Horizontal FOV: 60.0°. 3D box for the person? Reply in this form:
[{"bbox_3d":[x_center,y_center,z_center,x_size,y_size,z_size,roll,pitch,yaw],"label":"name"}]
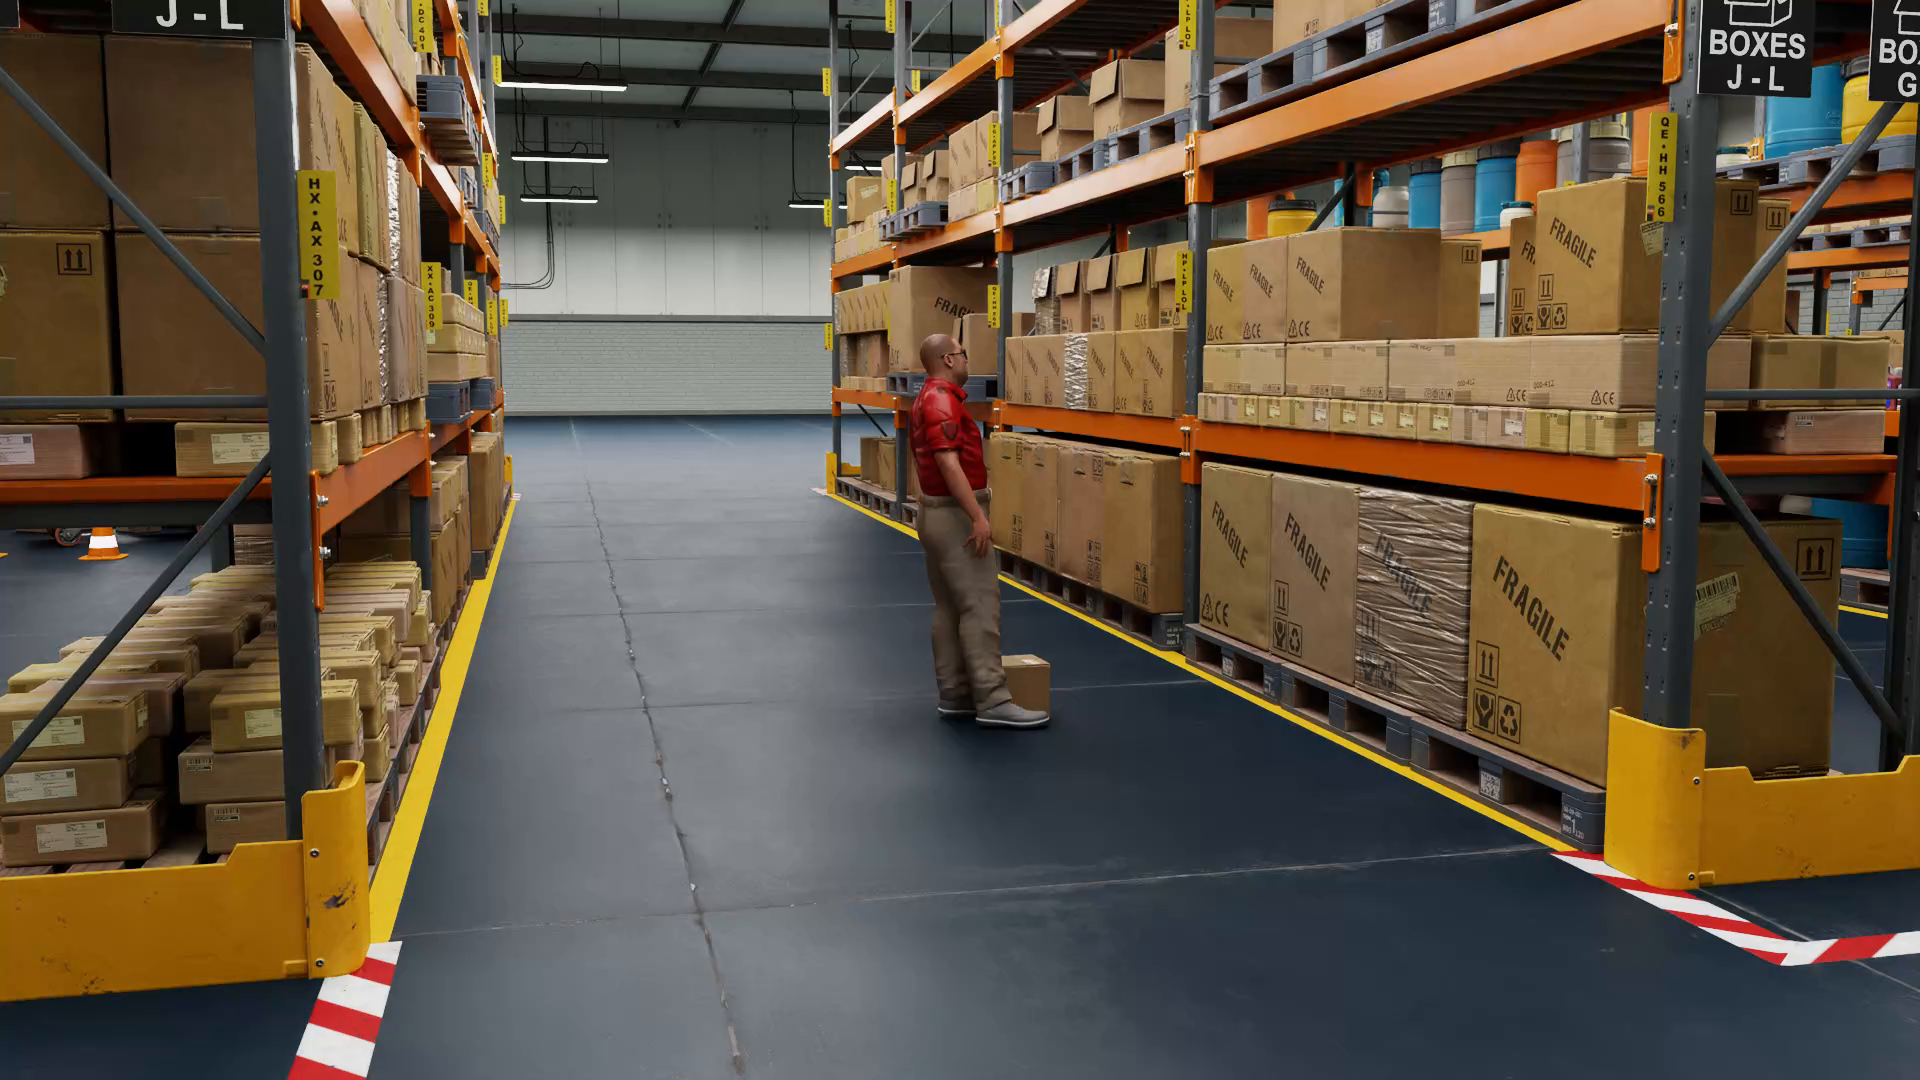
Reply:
[{"bbox_3d":[0.068,-0.058,7.485,0.550,1.728,0.642,-1,6,-14],"label":"person"}]
